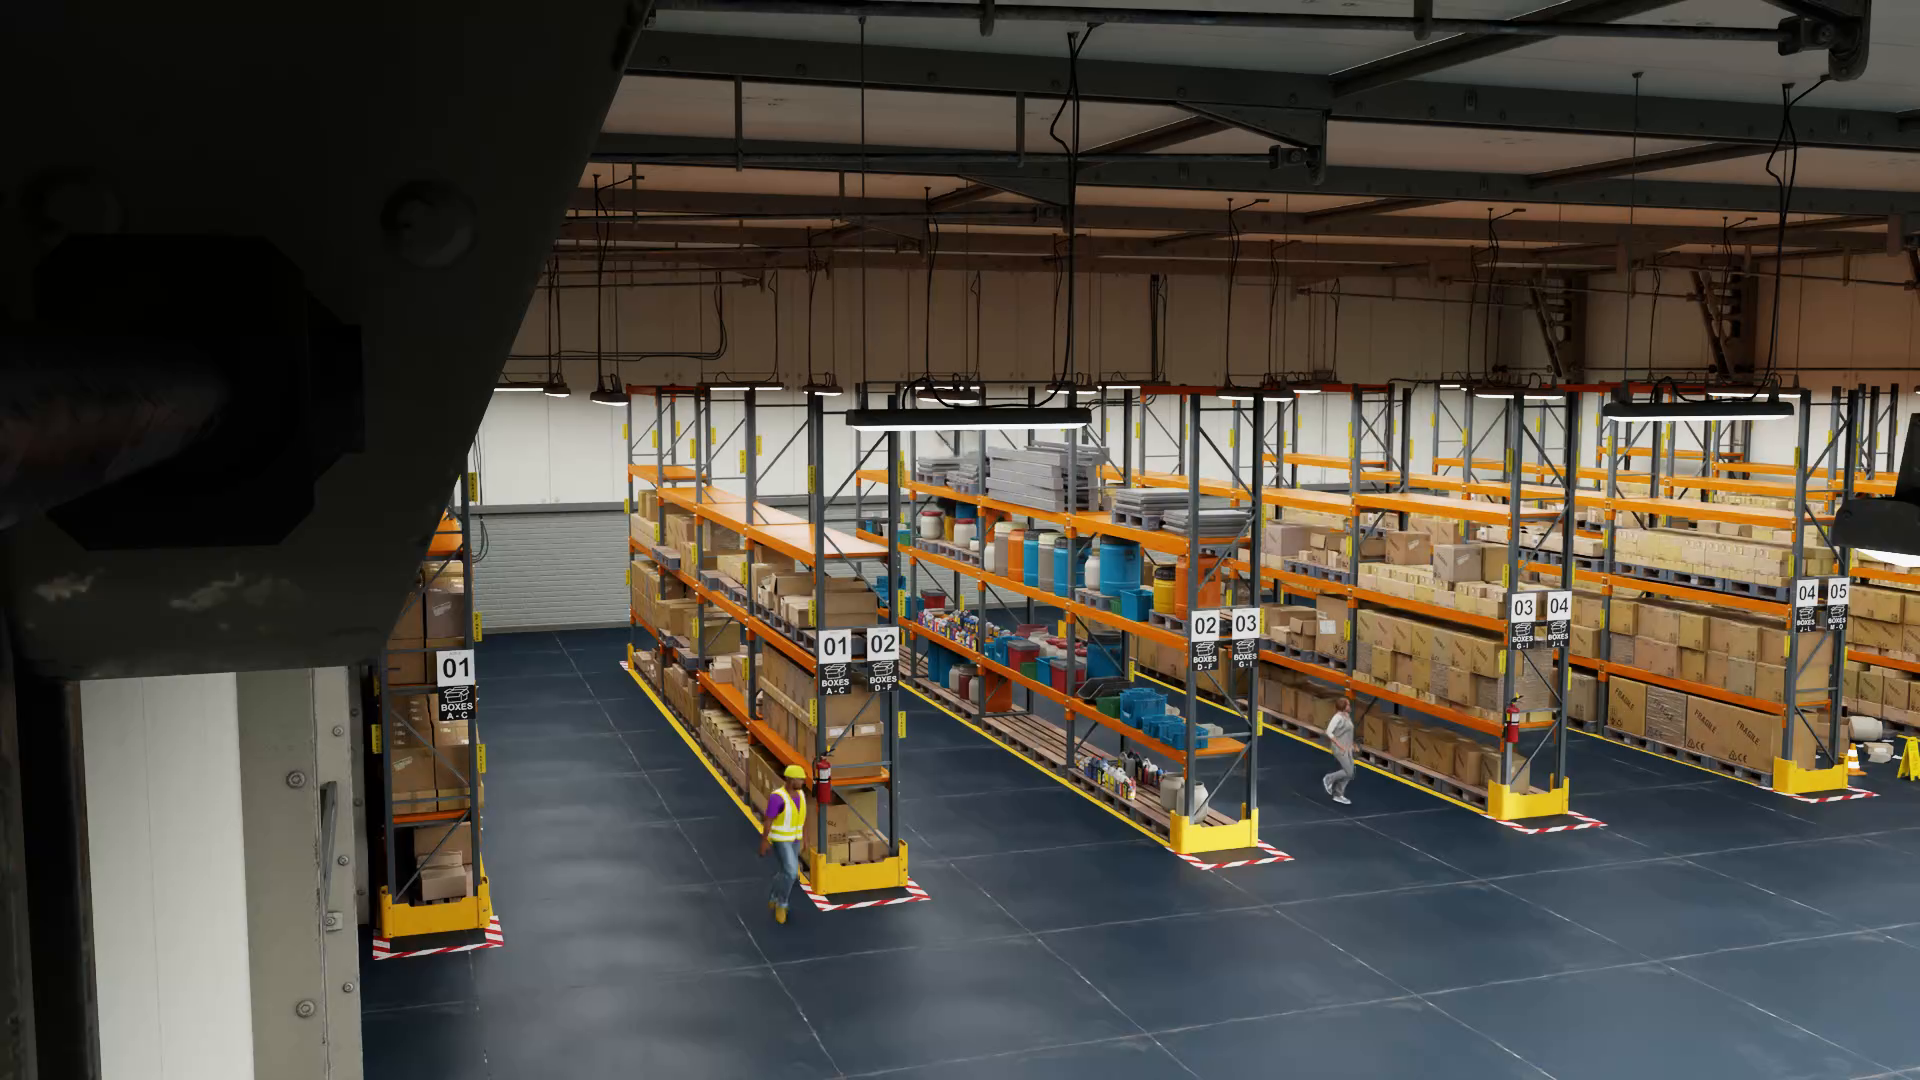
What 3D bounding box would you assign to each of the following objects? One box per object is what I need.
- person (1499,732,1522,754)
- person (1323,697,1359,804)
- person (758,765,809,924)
[{"bbox_3d":[9.201,2.673,27.358,0.652,1.708,0.746,-4,7,-34],"label":"person"},{"bbox_3d":[5.543,3.064,24.251,0.500,1.566,0.538,4,7,37],"label":"person"},{"bbox_3d":[-2.025,3.475,19.249,0.587,1.770,0.663,4,7,33],"label":"person"}]
